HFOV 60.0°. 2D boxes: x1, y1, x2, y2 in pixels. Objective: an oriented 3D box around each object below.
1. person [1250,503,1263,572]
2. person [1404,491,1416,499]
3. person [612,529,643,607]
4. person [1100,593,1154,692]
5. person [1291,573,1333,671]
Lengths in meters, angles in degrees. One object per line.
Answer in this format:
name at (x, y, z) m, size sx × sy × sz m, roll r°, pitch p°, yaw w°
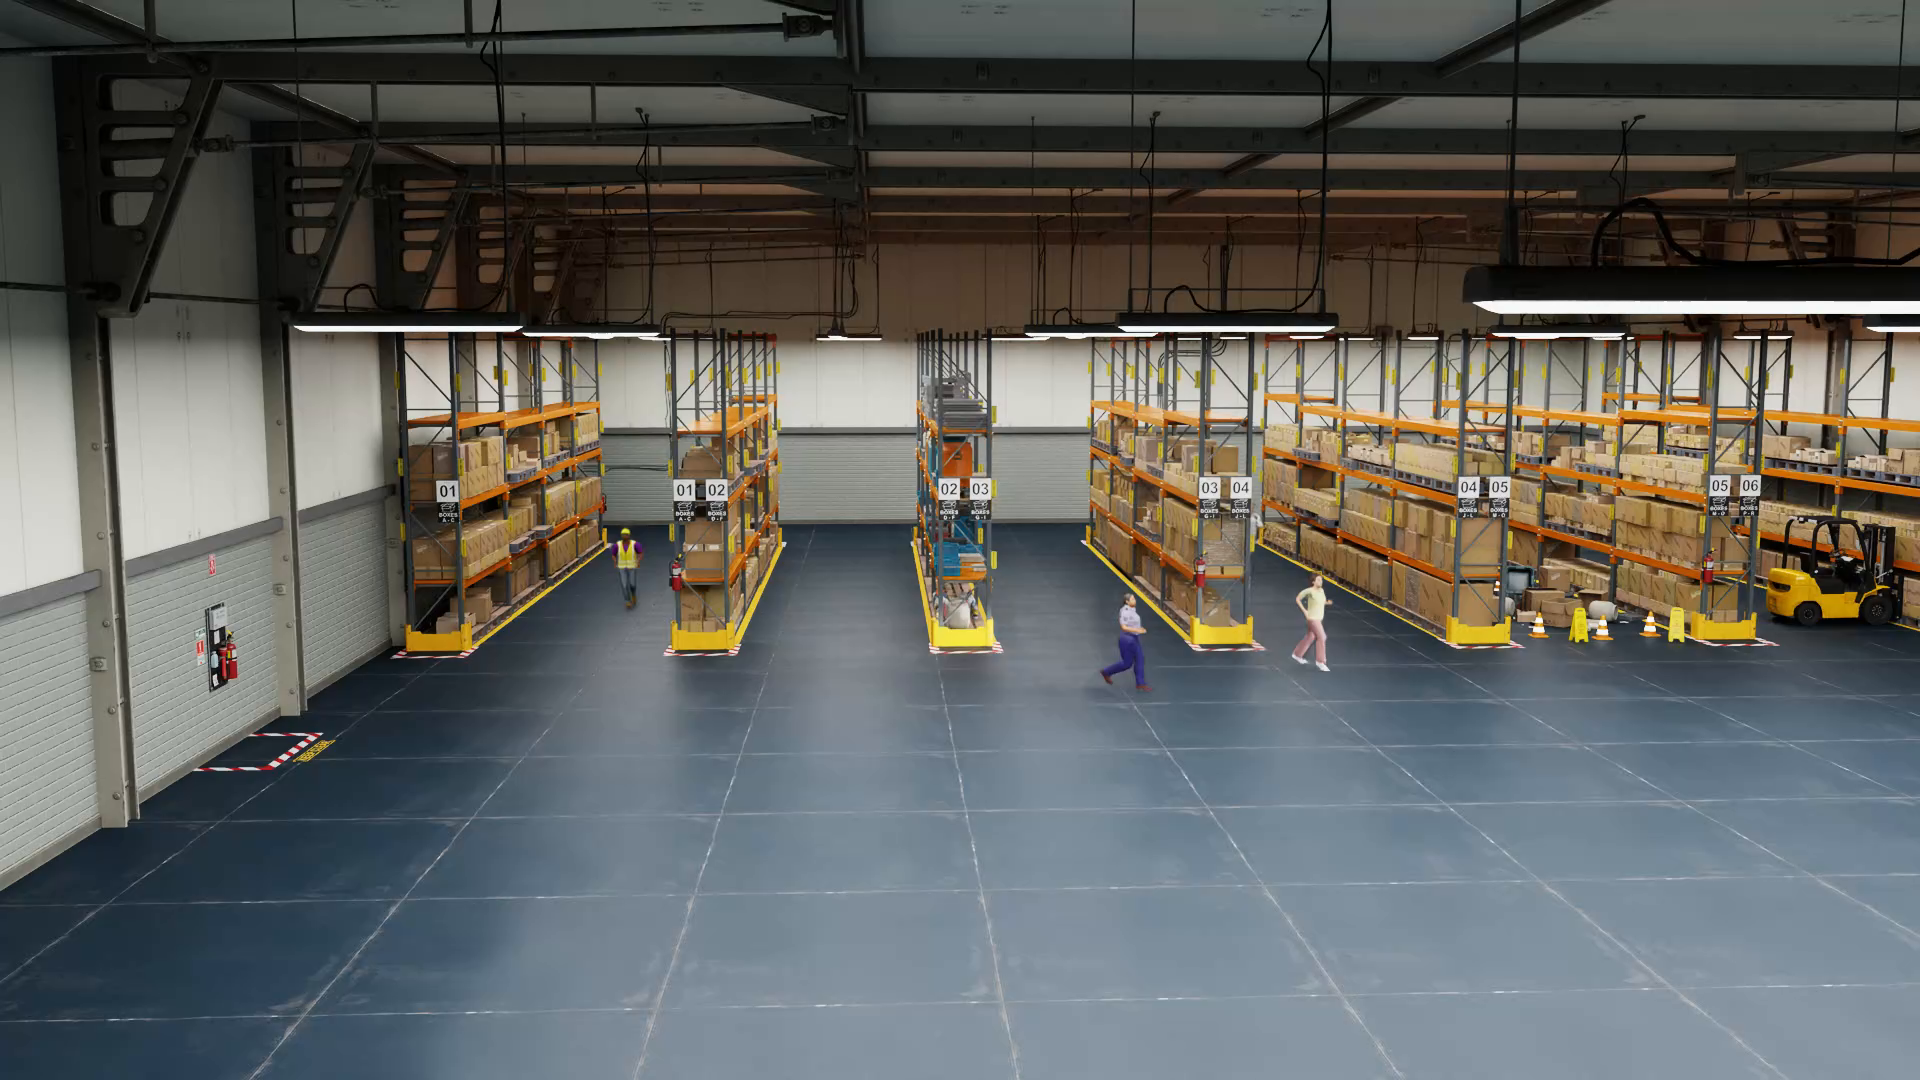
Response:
person at (7.359, -0.090, 42.130) m, size 0.589 × 1.736 × 0.818 m, roll -1°, pitch 7°, yaw -7°
person at (13.426, -0.970, 49.459) m, size 0.756 × 1.793 × 0.714 m, roll 0°, pitch 7°, yaw 0°
person at (-7.230, 0.609, 36.116) m, size 0.674 × 1.721 × 0.569 m, roll -1°, pitch 7°, yaw -5°
person at (2.767, 1.684, 27.451) m, size 0.891 × 1.645 × 0.609 m, roll 2°, pitch 7°, yaw 17°
person at (6.260, 1.436, 29.454) m, size 0.793 × 1.725 × 0.549 m, roll 6°, pitch 9°, yaw 41°
